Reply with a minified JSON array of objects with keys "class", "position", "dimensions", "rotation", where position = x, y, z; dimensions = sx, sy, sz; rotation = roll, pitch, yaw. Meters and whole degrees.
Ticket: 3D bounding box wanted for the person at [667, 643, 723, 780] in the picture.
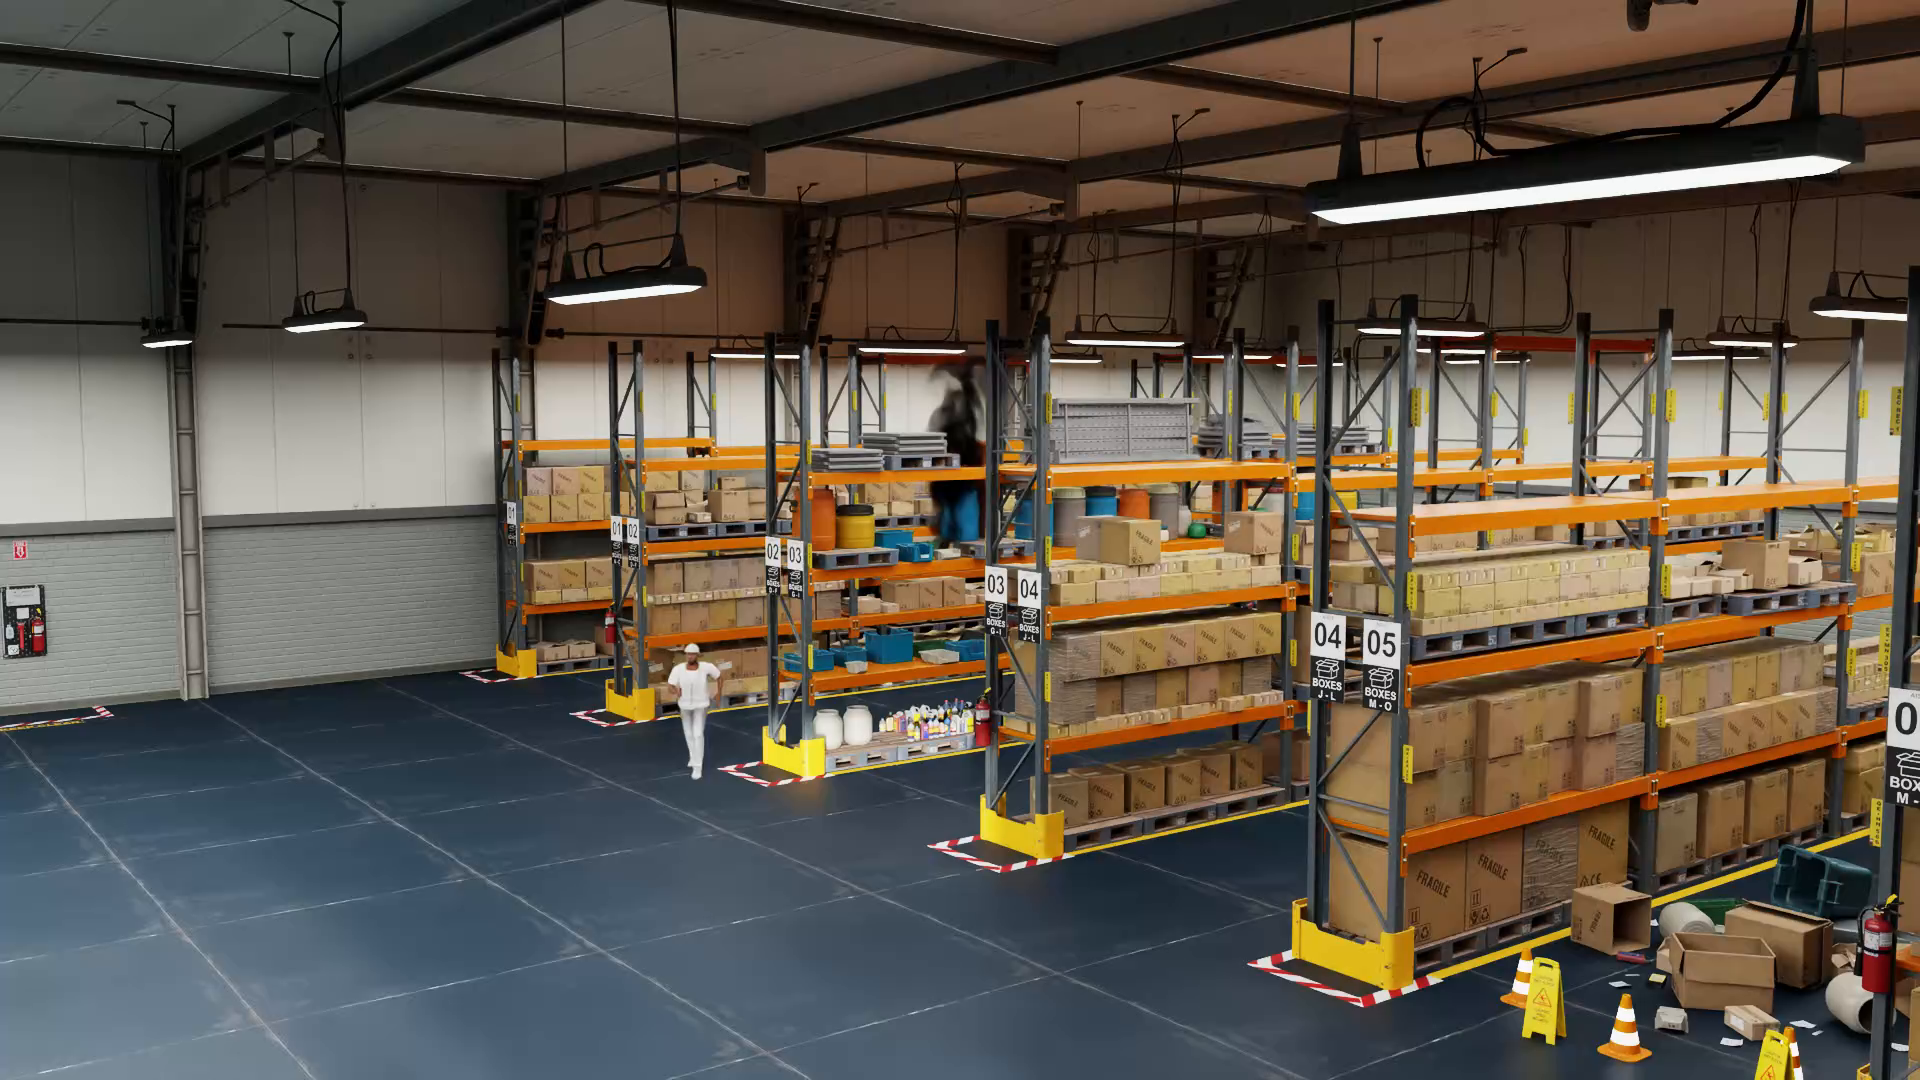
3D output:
[{"class":"person","position":[-3.610,2.304,22.622],"dimensions":[0.717,1.829,0.782],"rotation":[0,5,4]}]
